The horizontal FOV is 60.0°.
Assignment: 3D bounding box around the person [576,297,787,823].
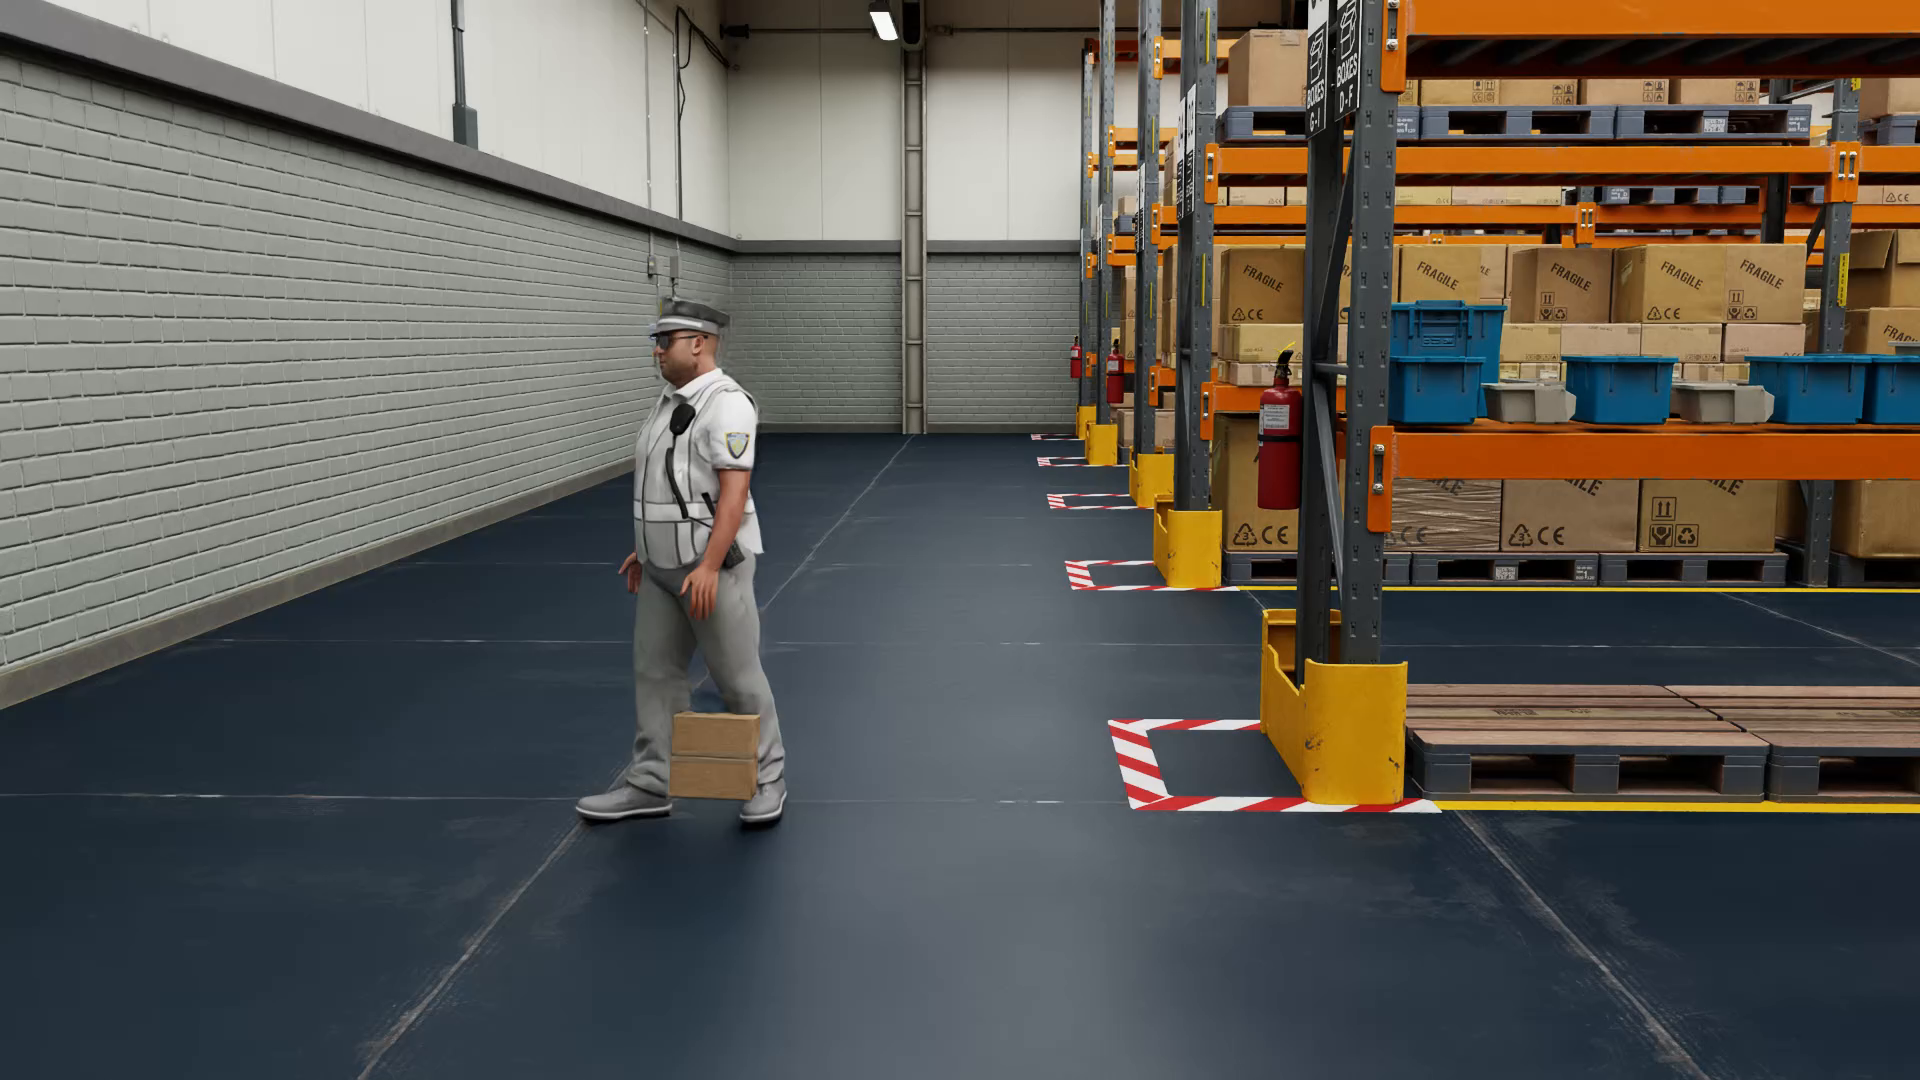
[{"bbox_3d":[-0.945,0.067,5.607,0.653,1.754,0.671,-6,9,-40],"label":"person"}]
